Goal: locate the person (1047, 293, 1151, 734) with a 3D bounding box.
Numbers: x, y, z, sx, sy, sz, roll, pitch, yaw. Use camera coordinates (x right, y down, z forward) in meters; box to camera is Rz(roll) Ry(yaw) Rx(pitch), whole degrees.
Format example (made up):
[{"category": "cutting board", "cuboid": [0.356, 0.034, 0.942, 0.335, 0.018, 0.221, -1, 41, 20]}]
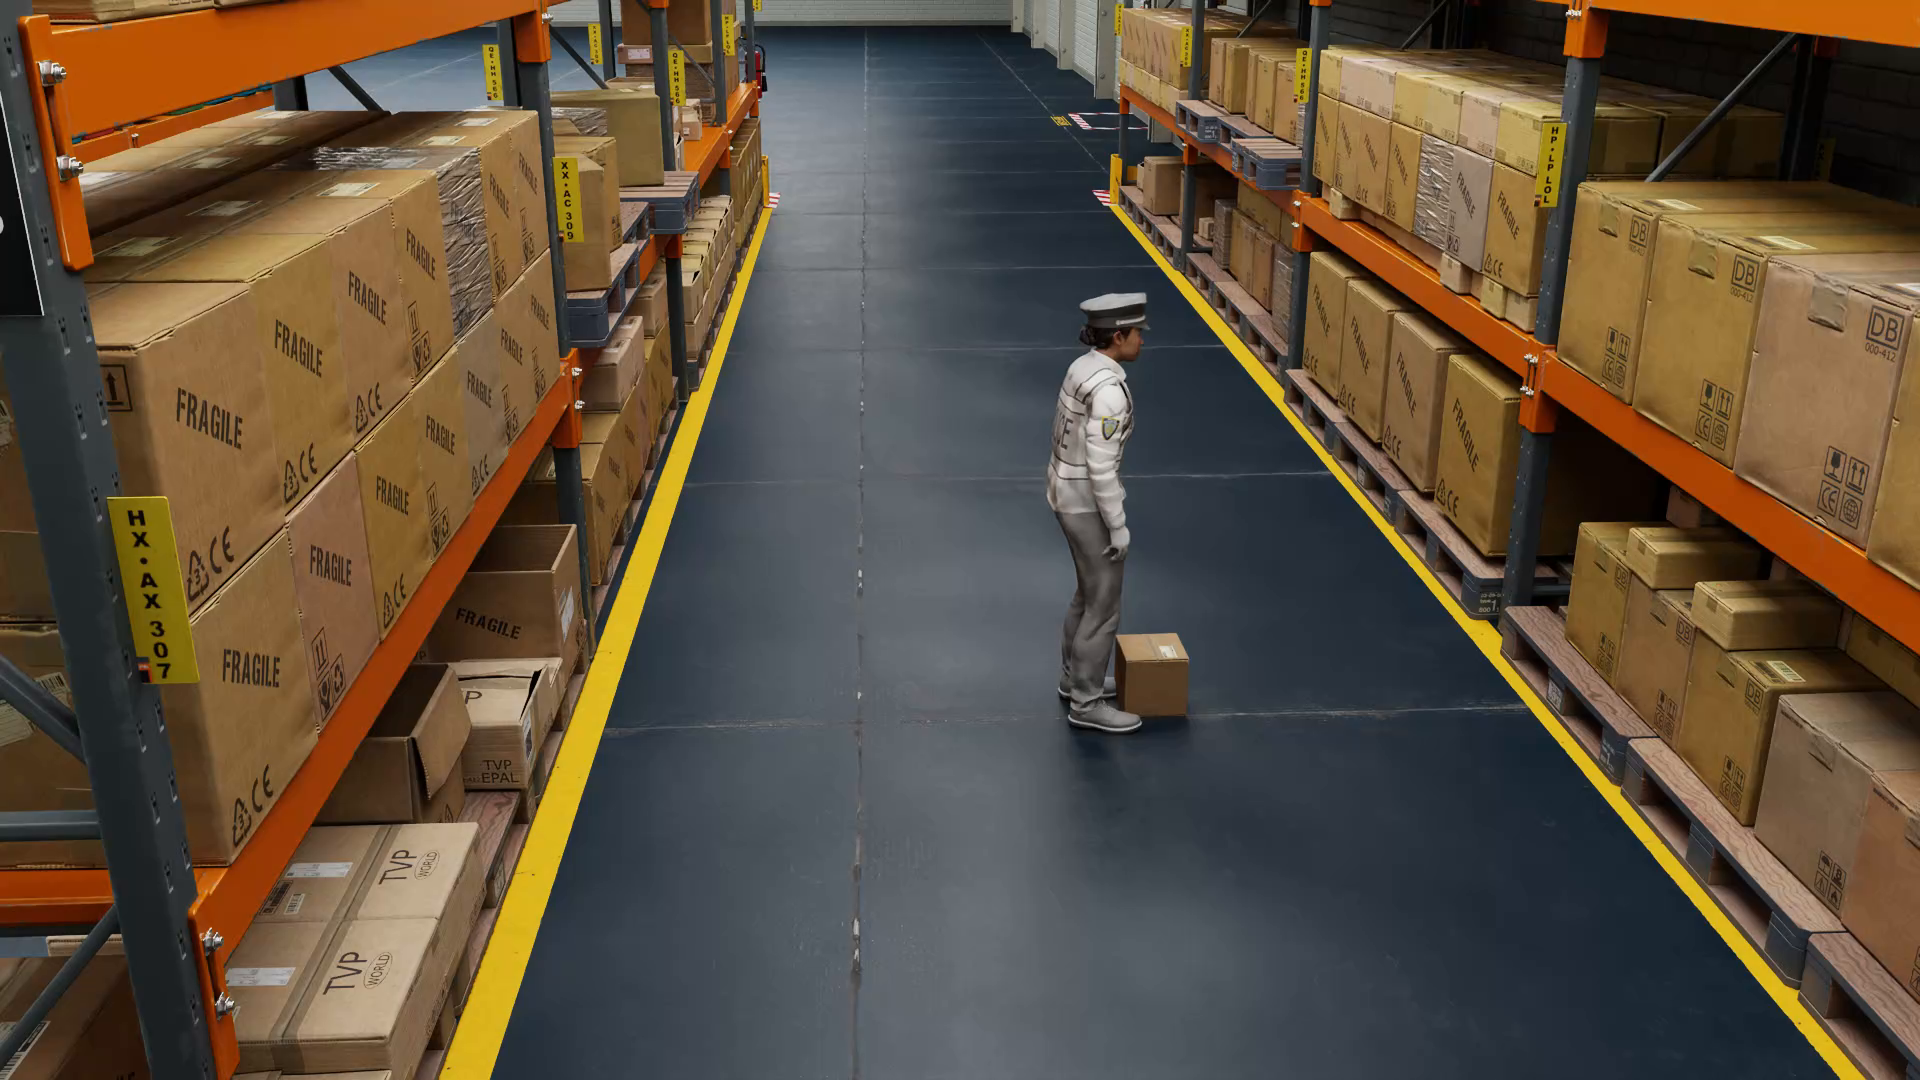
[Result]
[{"category": "person", "cuboid": [0.525, -0.118, 6.384, 0.372, 1.666, 0.543, -2, 21, -5]}]
